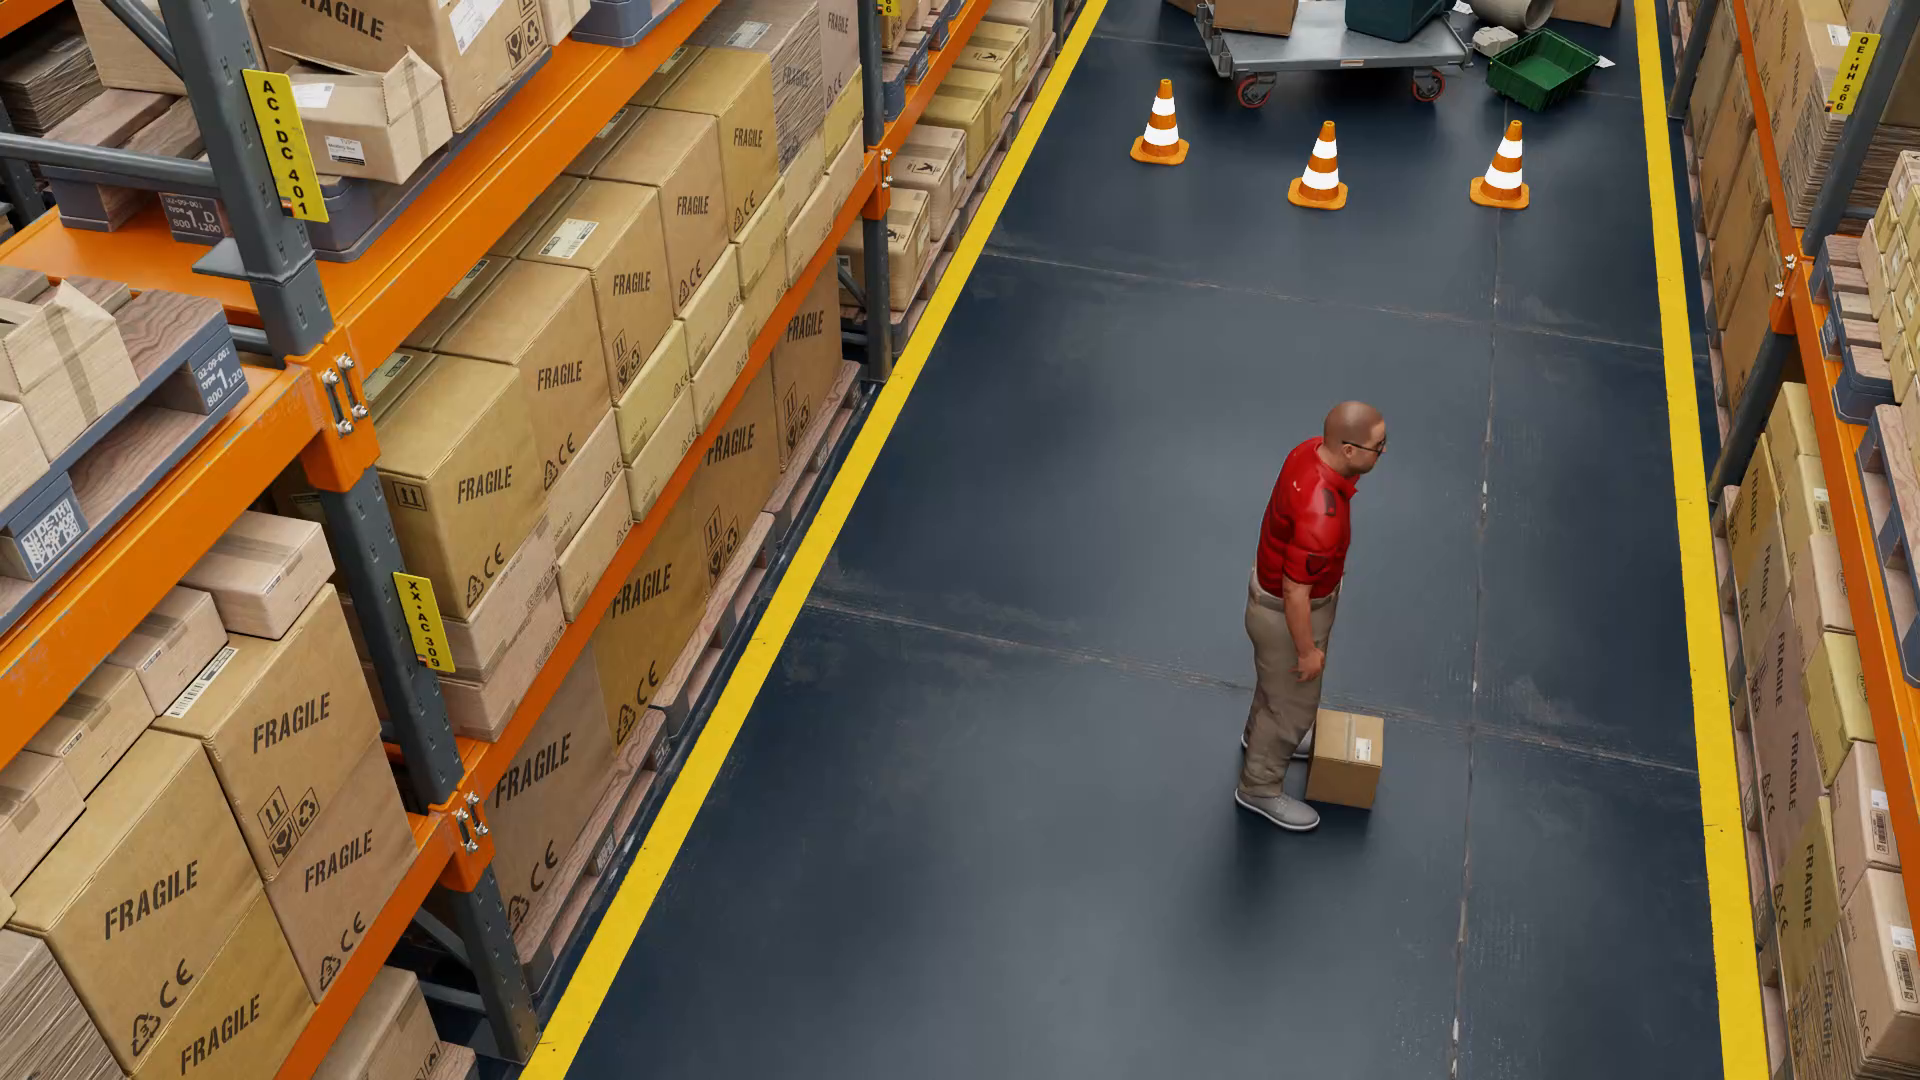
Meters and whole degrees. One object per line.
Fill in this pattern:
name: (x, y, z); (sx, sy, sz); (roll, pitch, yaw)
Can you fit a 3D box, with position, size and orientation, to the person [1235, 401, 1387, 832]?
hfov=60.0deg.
person: (1.215, 0.234, 5.897); (0.392, 1.726, 0.606); (8, 41, 9)
